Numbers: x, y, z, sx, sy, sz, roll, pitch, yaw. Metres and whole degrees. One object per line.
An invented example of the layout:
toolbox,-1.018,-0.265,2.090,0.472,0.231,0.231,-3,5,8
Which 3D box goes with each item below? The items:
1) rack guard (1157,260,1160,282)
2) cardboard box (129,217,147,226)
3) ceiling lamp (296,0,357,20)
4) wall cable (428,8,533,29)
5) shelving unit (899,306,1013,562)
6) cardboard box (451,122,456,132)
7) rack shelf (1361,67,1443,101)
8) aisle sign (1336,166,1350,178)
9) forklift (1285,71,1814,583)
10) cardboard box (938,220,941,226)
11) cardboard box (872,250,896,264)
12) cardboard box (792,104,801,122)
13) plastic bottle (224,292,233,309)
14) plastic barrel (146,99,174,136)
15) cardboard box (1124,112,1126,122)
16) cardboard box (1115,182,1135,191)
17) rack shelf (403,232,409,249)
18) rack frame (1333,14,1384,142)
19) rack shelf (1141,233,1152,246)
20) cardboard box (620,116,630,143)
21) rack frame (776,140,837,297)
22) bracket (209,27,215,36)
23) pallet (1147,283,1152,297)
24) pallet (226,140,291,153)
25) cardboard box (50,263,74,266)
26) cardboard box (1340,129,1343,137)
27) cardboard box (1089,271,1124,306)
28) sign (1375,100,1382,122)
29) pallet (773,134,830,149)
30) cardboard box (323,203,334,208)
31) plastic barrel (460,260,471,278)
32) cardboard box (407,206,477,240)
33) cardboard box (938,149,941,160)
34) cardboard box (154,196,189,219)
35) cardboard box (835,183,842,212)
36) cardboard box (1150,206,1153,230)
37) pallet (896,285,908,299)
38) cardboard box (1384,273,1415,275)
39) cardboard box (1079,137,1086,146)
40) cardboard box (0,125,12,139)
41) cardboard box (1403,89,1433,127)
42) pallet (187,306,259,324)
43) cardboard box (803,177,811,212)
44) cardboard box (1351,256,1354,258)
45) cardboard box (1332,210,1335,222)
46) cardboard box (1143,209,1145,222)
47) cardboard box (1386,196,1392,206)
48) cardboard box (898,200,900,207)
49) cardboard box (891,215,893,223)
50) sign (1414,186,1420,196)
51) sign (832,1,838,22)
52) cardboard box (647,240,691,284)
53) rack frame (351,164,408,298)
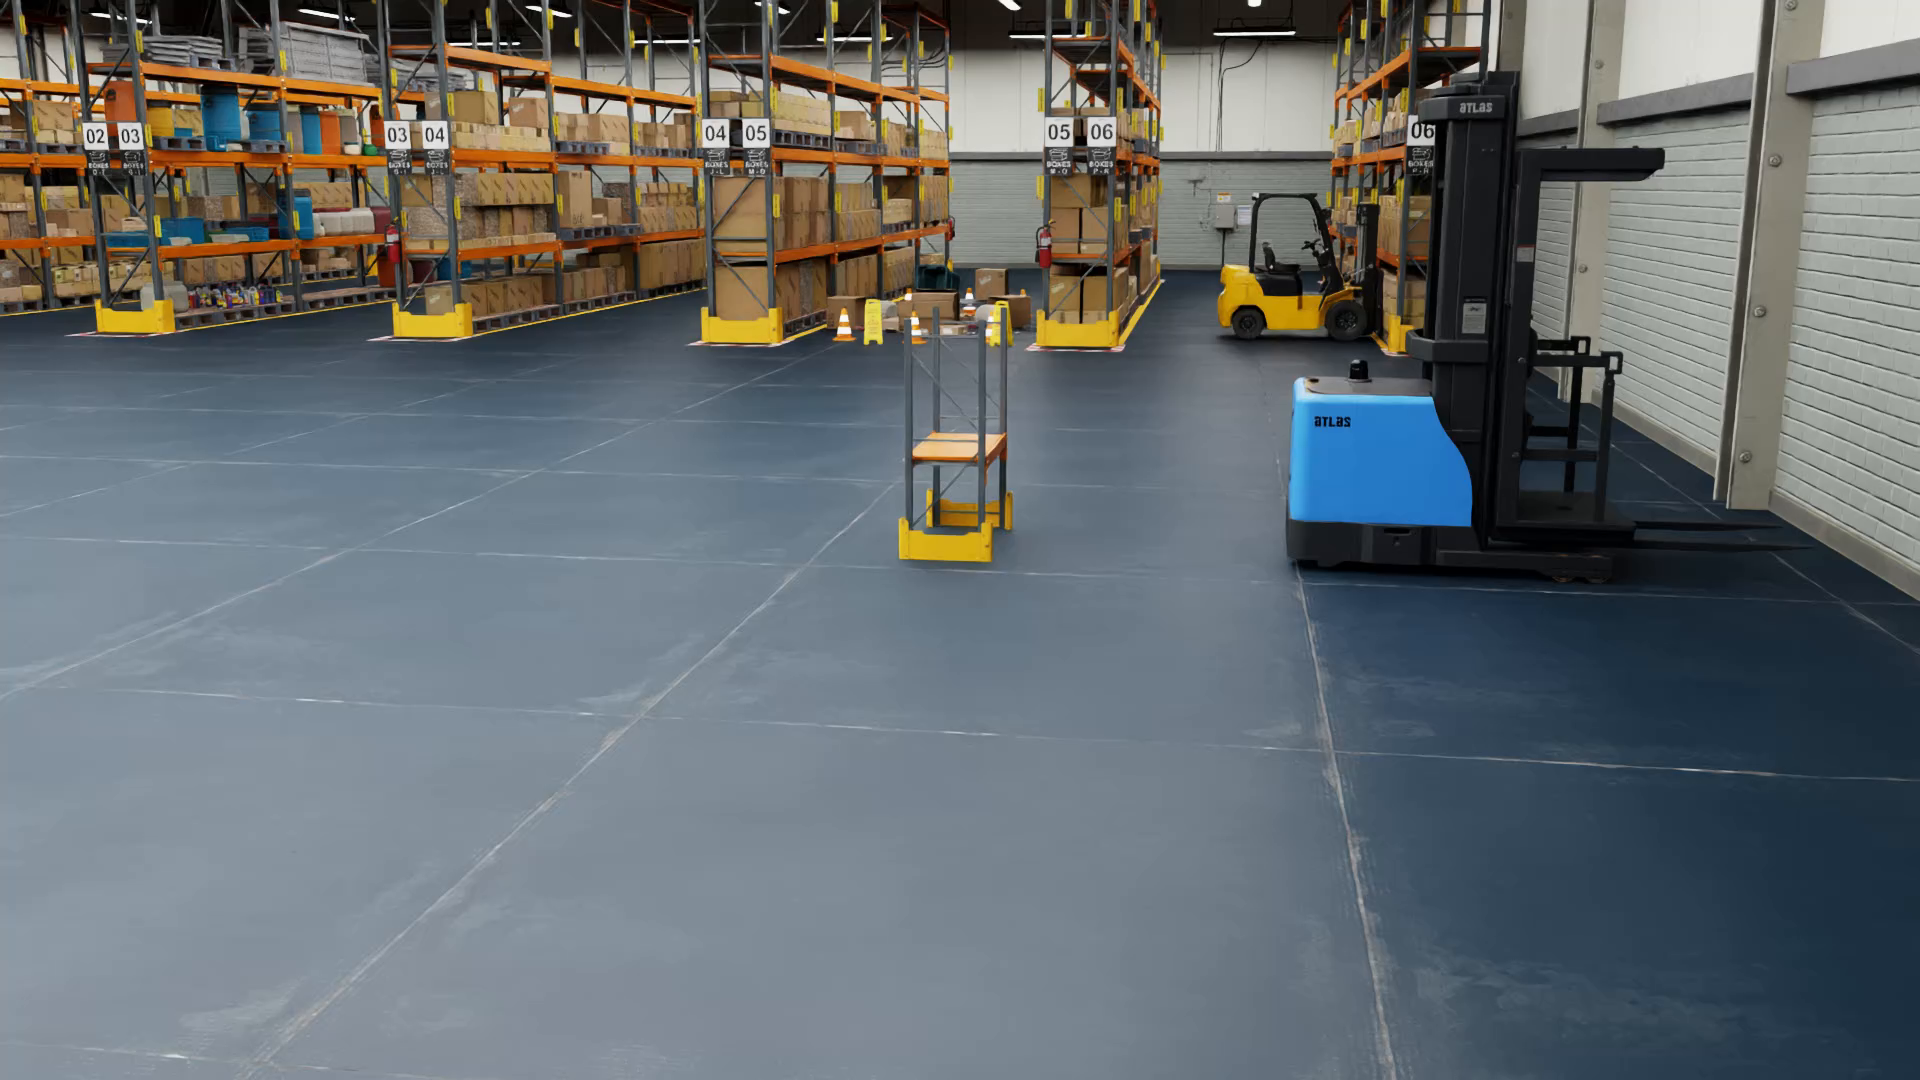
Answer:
rack guard,4.153,-6.385,39.434,1.175,0.500,0.348,2,12,9
cardboard box,-16.760,-6.461,34.067,0.500,0.311,0.500,3,12,12
ceiling lamp,-13.504,-12.936,35.803,0.800,3.185,2.000,2,12,9
wall cable,-13.372,-15.489,46.092,3.097,2.526,0.112,2,12,9
shelving unit,-0.012,-0.717,10.762,0.587,1.500,1.083,2,12,9
cardboard box,-7.832,-6.230,25.071,0.380,0.149,0.250,2,12,8
rack shelf,7.517,-7.746,28.231,1.077,0.370,4.000,2,12,9
aisle sign,8.775,-8.736,38.240,0.394,0.787,0.004,2,12,9
forklift,3.574,-1.298,10.059,3.031,2.935,1.130,2,12,10
cardboard box,-0.643,-7.384,38.734,0.380,0.149,0.250,2,12,10
cardboard box,-1.564,-5.667,33.326,0.500,0.250,0.500,2,12,8
cardboard box,-2.736,-6.506,25.358,0.500,0.250,0.500,2,12,8
plastic bottle,-12.358,-4.054,28.087,0.061,0.283,0.133,2,12,10
plastic barrel,-12.947,-6.758,26.667,0.600,0.588,0.600,0,12,0
cardboard box,2.327,-6.438,25.331,0.380,0.149,0.250,2,12,9
cardboard box,2.726,-5.907,27.803,0.380,0.149,0.250,2,12,8
rack shelf,-11.459,-6.483,35.662,1.077,0.370,4.000,2,12,9
rack frame,9.055,-10.374,37.772,1.000,3.000,0.127,2,12,9
rack shelf,3.227,-6.001,33.427,1.077,0.370,4.000,2,12,9
cardboard box,-6.699,-7.910,32.032,0.500,0.500,0.500,2,12,10
rack frame,-2.603,-5.243,28.202,1.000,3.000,0.127,2,12,9
bracket,-20.350,-13.762,44.945,0.235,0.232,0.430,2,12,9
pallet,3.490,-5.243,34.820,1.003,0.211,1.213,2,12,9
pallet,-12.396,-6.806,28.783,1.213,0.211,1.003,2,12,9
cardboard box,-17.344,-5.188,32.145,0.500,0.311,0.500,2,12,8
cardboard box,7.960,-8.304,33.942,0.380,0.149,0.250,2,12,10
cardboard box,2.251,-3.876,25.608,0.500,0.500,0.500,2,12,10
sign,6.672,-6.832,26.482,0.100,0.325,0.005,2,12,9
pallet,-2.739,-6.496,27.107,1.003,0.211,1.213,2,12,9
cardboard box,-15.466,-7.875,40.176,0.500,0.500,0.500,2,12,8
plastic barrel,-11.252,-6.318,37.172,0.600,0.901,0.708,2,12,9
cardboard box,-7.991,-4.900,25.667,0.875,0.500,0.500,2,12,9
cardboard box,-0.726,-8.822,38.043,0.500,0.250,0.500,2,12,11
cardboard box,-16.675,-6.968,34.973,0.700,0.500,0.500,-2,12,-10
cardboard box,-2.455,-5.991,29.064,0.700,0.500,0.500,2,12,8
cardboard box,3.865,-6.907,35.687,0.500,0.500,0.500,2,12,11
pallet,-1.676,-5.129,34.290,1.003,0.211,1.213,2,12,9
cardboard box,6.583,-3.884,25.053,0.500,0.250,0.500,2,12,8
cardboard box,1.653,-5.856,24.521,0.380,0.149,0.250,2,12,9
cardboard box,-21.347,-8.902,36.779,0.700,0.500,0.500,2,12,9
cardboard box,6.421,-5.981,23.032,0.500,0.500,0.500,2,12,11
pallet,-12.712,-3.829,28.260,1.003,0.211,1.213,2,12,9
cardboard box,-2.882,-5.542,26.672,0.875,0.550,0.550,2,12,9
cardboard box,7.983,-5.570,33.114,0.380,0.149,0.250,2,12,11
cardboard box,8.567,-7.218,37.014,0.500,0.250,0.500,2,12,8
cardboard box,3.322,-6.313,32.334,0.500,0.250,0.500,2,12,10
cardboard box,6.732,-5.182,25.438,0.380,0.149,0.250,2,12,8
cardboard box,-1.442,-6.921,34.173,0.380,0.149,0.250,1,12,6
cardboard box,-1.558,-6.469,33.488,0.380,0.149,0.250,2,12,11
sign,8.373,-6.325,30.475,0.100,0.325,0.005,2,12,9
sign,-2.058,-8.687,27.348,0.100,0.325,0.005,2,12,9
cardboard box,-6.473,-5.937,35.468,1.225,0.875,0.875,1,12,7
rack frame,-11.767,-6.418,33.654,1.000,3.000,0.127,2,12,9
